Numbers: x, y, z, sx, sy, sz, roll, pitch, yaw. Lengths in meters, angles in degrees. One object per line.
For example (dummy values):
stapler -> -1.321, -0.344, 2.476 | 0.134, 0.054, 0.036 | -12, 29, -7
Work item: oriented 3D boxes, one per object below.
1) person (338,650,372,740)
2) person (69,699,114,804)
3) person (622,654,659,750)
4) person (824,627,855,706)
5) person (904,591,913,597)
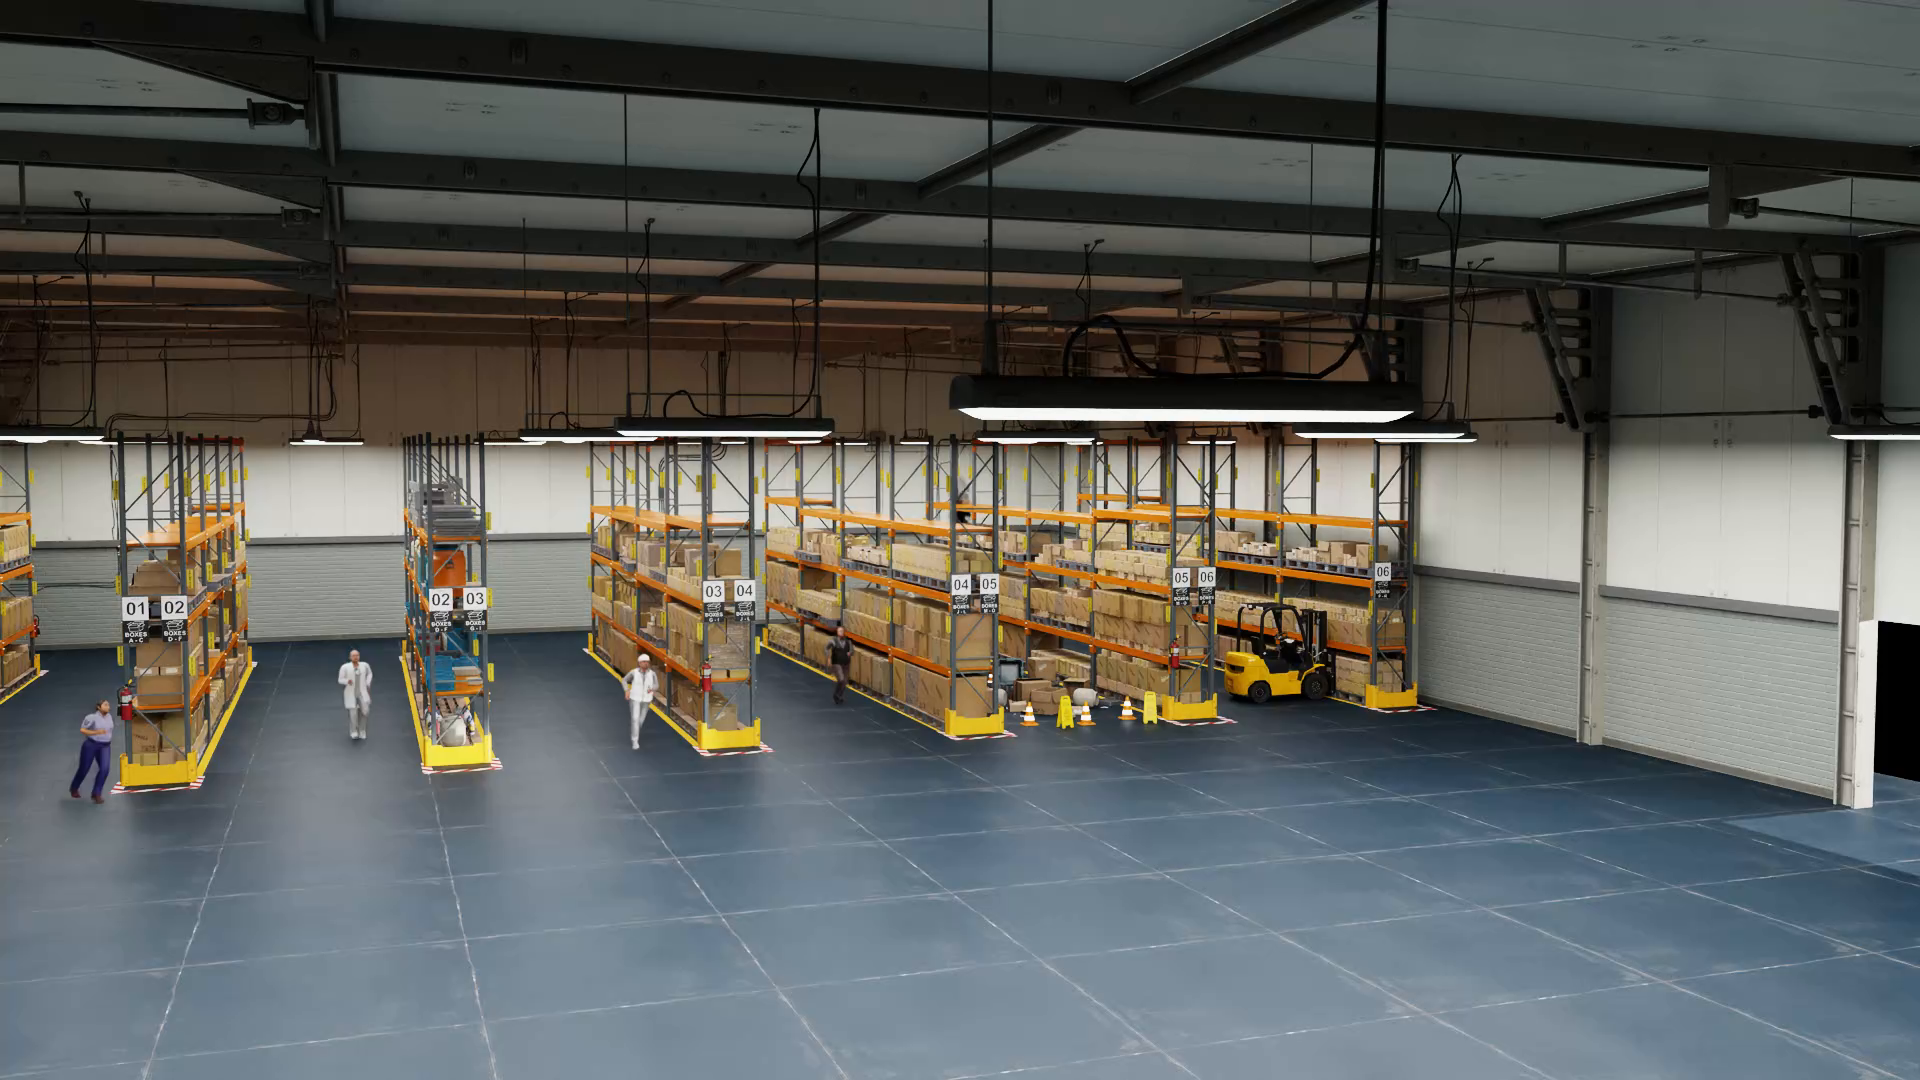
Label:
person -> -11.791, 3.043, 32.523 | 0.674, 1.778, 0.754 | -2, 4, -30
person -> -14.031, 3.414, 27.061 | 0.815, 1.656, 0.640 | 2, 4, 36
person -> -6.131, 3.077, 31.978 | 0.684, 1.774, 0.915 | -1, 3, -24
person -> -2.652, 2.812, 37.071 | 0.628, 1.732, 0.705 | -2, 4, -28
person -> -1.528, 2.074, 51.209 | 0.795, 1.679, 0.619 | -1, 3, -10
